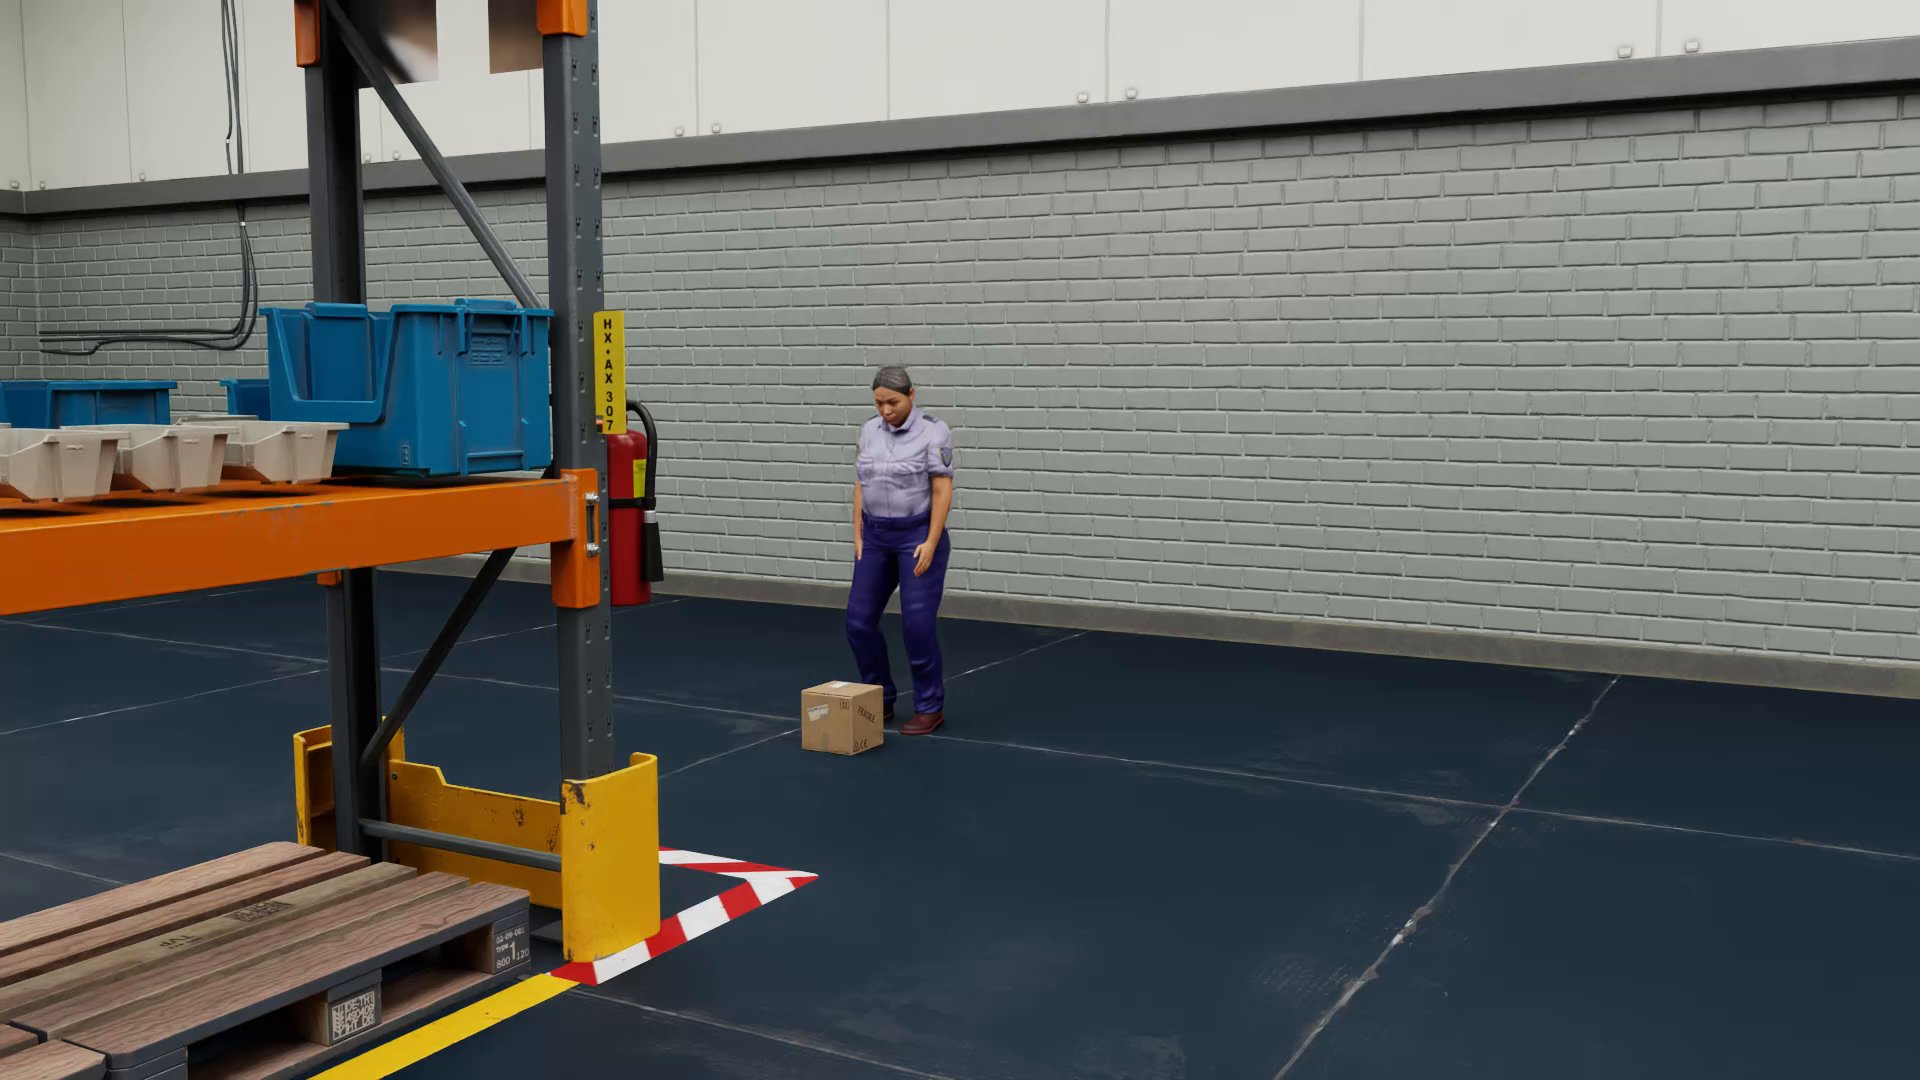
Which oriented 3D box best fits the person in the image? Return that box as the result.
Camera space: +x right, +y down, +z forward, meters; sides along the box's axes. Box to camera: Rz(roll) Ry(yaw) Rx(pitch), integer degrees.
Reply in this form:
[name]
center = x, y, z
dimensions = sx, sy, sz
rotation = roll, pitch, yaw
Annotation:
[person]
center = -0.244, 0.038, 7.342
dimensions = 0.496, 1.607, 0.391
rotation = 3, 7, 30
